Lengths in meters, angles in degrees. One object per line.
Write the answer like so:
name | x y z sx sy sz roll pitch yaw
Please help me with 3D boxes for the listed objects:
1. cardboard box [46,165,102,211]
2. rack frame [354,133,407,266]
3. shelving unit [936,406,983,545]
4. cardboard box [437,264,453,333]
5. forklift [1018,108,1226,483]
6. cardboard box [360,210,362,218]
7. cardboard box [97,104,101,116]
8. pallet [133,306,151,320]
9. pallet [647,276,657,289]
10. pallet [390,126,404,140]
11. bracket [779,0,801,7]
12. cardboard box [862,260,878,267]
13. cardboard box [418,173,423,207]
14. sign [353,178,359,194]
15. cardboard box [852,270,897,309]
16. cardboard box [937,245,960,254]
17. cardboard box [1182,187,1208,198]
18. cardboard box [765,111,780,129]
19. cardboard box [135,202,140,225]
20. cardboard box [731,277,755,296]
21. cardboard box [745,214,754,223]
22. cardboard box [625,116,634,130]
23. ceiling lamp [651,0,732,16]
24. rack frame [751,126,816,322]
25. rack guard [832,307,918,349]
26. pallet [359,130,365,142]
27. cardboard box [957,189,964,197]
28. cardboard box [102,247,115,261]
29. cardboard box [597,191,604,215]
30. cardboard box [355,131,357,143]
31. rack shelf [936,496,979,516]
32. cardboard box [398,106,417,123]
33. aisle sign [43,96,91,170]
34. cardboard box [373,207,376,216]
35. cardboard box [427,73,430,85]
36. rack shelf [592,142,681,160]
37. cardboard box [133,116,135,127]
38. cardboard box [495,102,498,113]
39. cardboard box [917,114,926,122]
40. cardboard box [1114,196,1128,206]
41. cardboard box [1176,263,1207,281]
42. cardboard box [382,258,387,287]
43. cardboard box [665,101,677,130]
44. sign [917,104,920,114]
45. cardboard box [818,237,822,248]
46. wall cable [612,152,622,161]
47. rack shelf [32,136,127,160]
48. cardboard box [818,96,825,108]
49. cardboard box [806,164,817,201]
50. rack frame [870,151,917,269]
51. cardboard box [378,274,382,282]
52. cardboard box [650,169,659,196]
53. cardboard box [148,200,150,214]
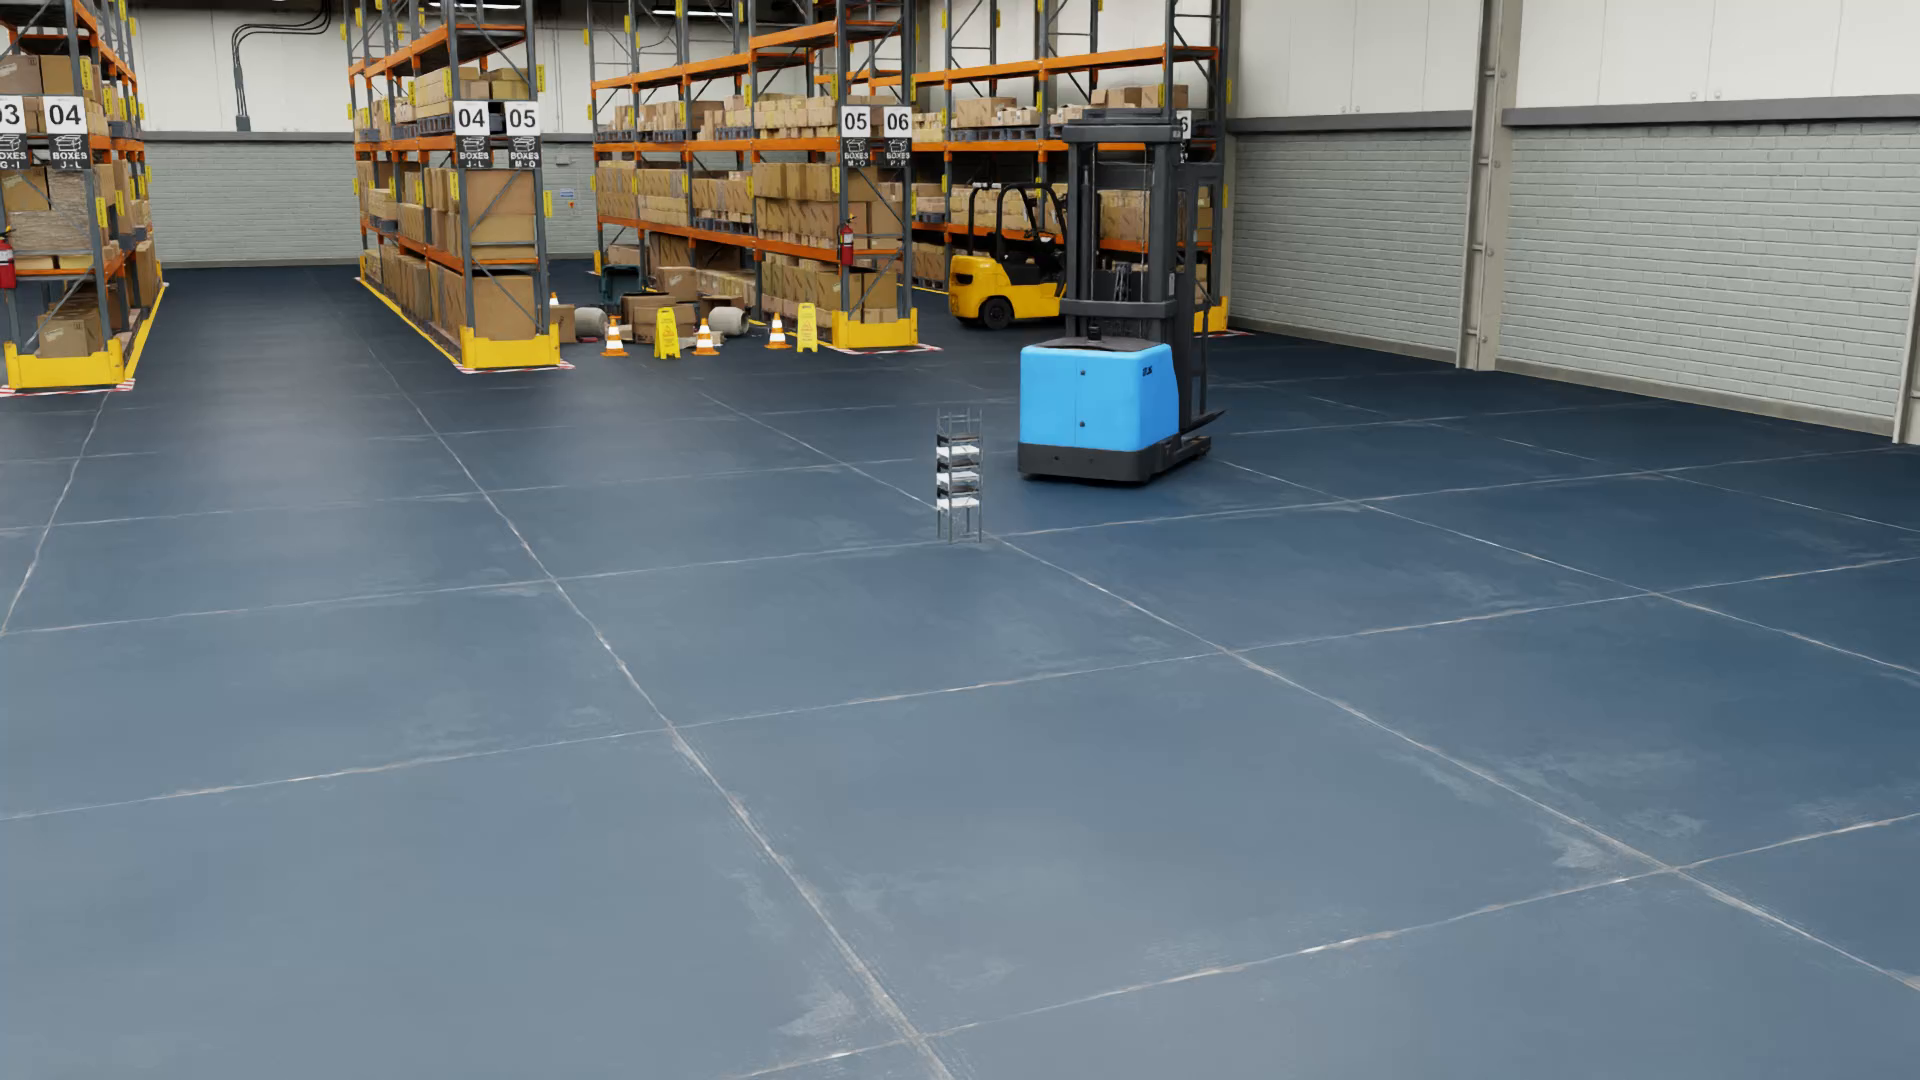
cardboard box | -10.193 -4.059 19.155 0.500 0.500 0.500 -6 14 -23
rack frame | -12.046 -6.972 34.844 1.000 3.000 0.127 -6 14 -23
shelving unit | -0.003 -0.440 11.276 0.258 0.900 0.210 -6 14 -23
cardboard box | -6.687 -3.341 22.932 0.875 0.875 0.875 -6 14 -23
forklift | 1.556 -2.168 14.235 1.130 2.935 3.031 6 14 25
cardboard box | -12.217 -6.754 34.455 0.380 0.149 0.250 -6 14 -23
cardboard box | -11.092 -5.445 21.042 0.380 0.149 0.250 -6 14 -25
pallet | -13.674 -3.704 26.904 1.003 0.211 1.213 -6 14 -23
pallet | -5.571 -5.103 32.950 1.003 0.211 1.213 -6 14 -23
pallet | -8.535 -6.561 26.831 1.213 0.211 1.003 -5 14 -20
bracket | -4.870 -13.835 43.208 0.076 0.066 5.218 -6 14 -23
cardboard box | -1.895 -5.967 35.892 0.380 0.149 0.250 -6 14 -25
cardboard box | -7.854 -5.342 25.358 0.700 0.500 0.500 -6 14 -23
sign | -12.544 -7.345 34.534 0.100 0.325 0.005 -6 14 -23
cardboard box | -1.222 -3.562 23.610 0.500 0.500 0.500 -6 14 -25
cardboard box | -0.230 -5.619 32.168 0.380 0.149 0.250 -6 14 -26
cardboard box | 3.466 -5.182 24.789 0.380 0.149 0.250 -6 14 -24
cardboard box | -2.604 -6.273 24.842 0.500 0.250 0.500 -6 14 -23
cardboard box | -13.988 -5.382 27.748 0.500 0.500 0.500 -6 14 -23
cardboard box | -3.248 -4.142 27.510 0.950 0.372 0.625 -5 14 -19
cardboard box | -3.203 -5.125 26.486 0.380 0.149 0.250 -5 14 -22
cardboard box | -6.498 -8.366 33.358 0.396 0.266 0.258 -5 14 -21
ceiling lamp | -6.212 -14.000 38.956 2.000 3.185 0.800 -6 14 -23
rack frame | -2.744 -4.961 26.154 1.000 3.000 0.127 -6 14 -23
rack guard | -1.173 -2.933 22.933 1.175 0.500 0.348 -6 14 -23
pallet | -10.294 -7.379 30.363 1.213 0.211 1.003 -6 14 -23
cardboard box | 0.166 -6.454 30.943 0.380 0.149 0.250 -5 14 -22
cardboard box | -10.630 -3.516 20.468 0.380 0.149 0.250 -6 14 -23
cardboard box | -7.622 -7.364 36.314 0.500 0.500 0.500 -6 14 -23
cardboard box | -12.101 -8.245 34.022 0.500 0.250 0.500 -5 14 -21
rack shelf | -0.003 -0.232 11.324 0.258 0.077 0.200 -6 14 -23
cardboard box | -8.553 -6.688 26.143 0.500 0.250 0.500 -5 14 -21
aisle sign | -9.923 -4.521 18.484 0.394 0.787 0.004 -6 14 -23
cardboard box | -10.293 -5.892 29.801 0.380 0.149 0.250 -6 14 -25
cardboard box | -6.796 -6.054 21.858 0.380 0.149 0.250 -6 14 -23
rack shelf | -6.750 -8.138 34.823 1.077 0.370 4.000 -6 14 -23
cardboard box | -16.374 -8.206 32.147 0.700 0.500 0.500 -7 15 -26
cardboard box | -5.683 -5.463 21.075 0.380 0.149 0.250 -6 14 -23
cardboard box | -0.626 -8.225 32.390 0.380 0.149 0.250 -6 14 -24
cardboard box | 2.592 -5.207 25.557 0.380 0.149 0.250 -6 14 -25
cardboard box | 3.385 -4.052 25.176 0.500 0.250 0.500 -6 14 -24
cardboard box | -10.391 -4.956 30.744 0.500 0.500 0.500 -5 14 -21
cardboard box | -4.917 -7.690 30.137 0.700 0.500 0.500 -6 15 -26
sign | -0.895 -9.019 35.014 0.100 0.325 0.005 -6 14 -23
cardboard box | -1.774 -4.168 23.282 0.380 0.149 0.250 -6 14 -24
wall cable | -8.537 -9.229 42.339 0.588 1.984 0.122 -6 14 -23
rack shelf | -12.626 -5.590 23.814 1.077 0.370 4.000 -6 14 -23
cardboard box | -1.735 -6.013 22.836 0.380 0.149 0.250 -6 14 -24
cardboard box | -1.743 -5.007 23.251 0.700 0.500 0.500 -5 14 -22
rack frame | -1.403 -7.063 35.235 1.000 3.000 0.127 -6 14 -23
cardboard box | -10.913 -5.012 31.764 0.380 0.149 0.250 -5 14 -22
cardboard box | -5.608 -6.827 31.774 0.500 0.500 0.500 -6 14 -24
cardboard box | -16.194 -6.541 32.652 0.500 0.250 0.500 -6 14 -24
